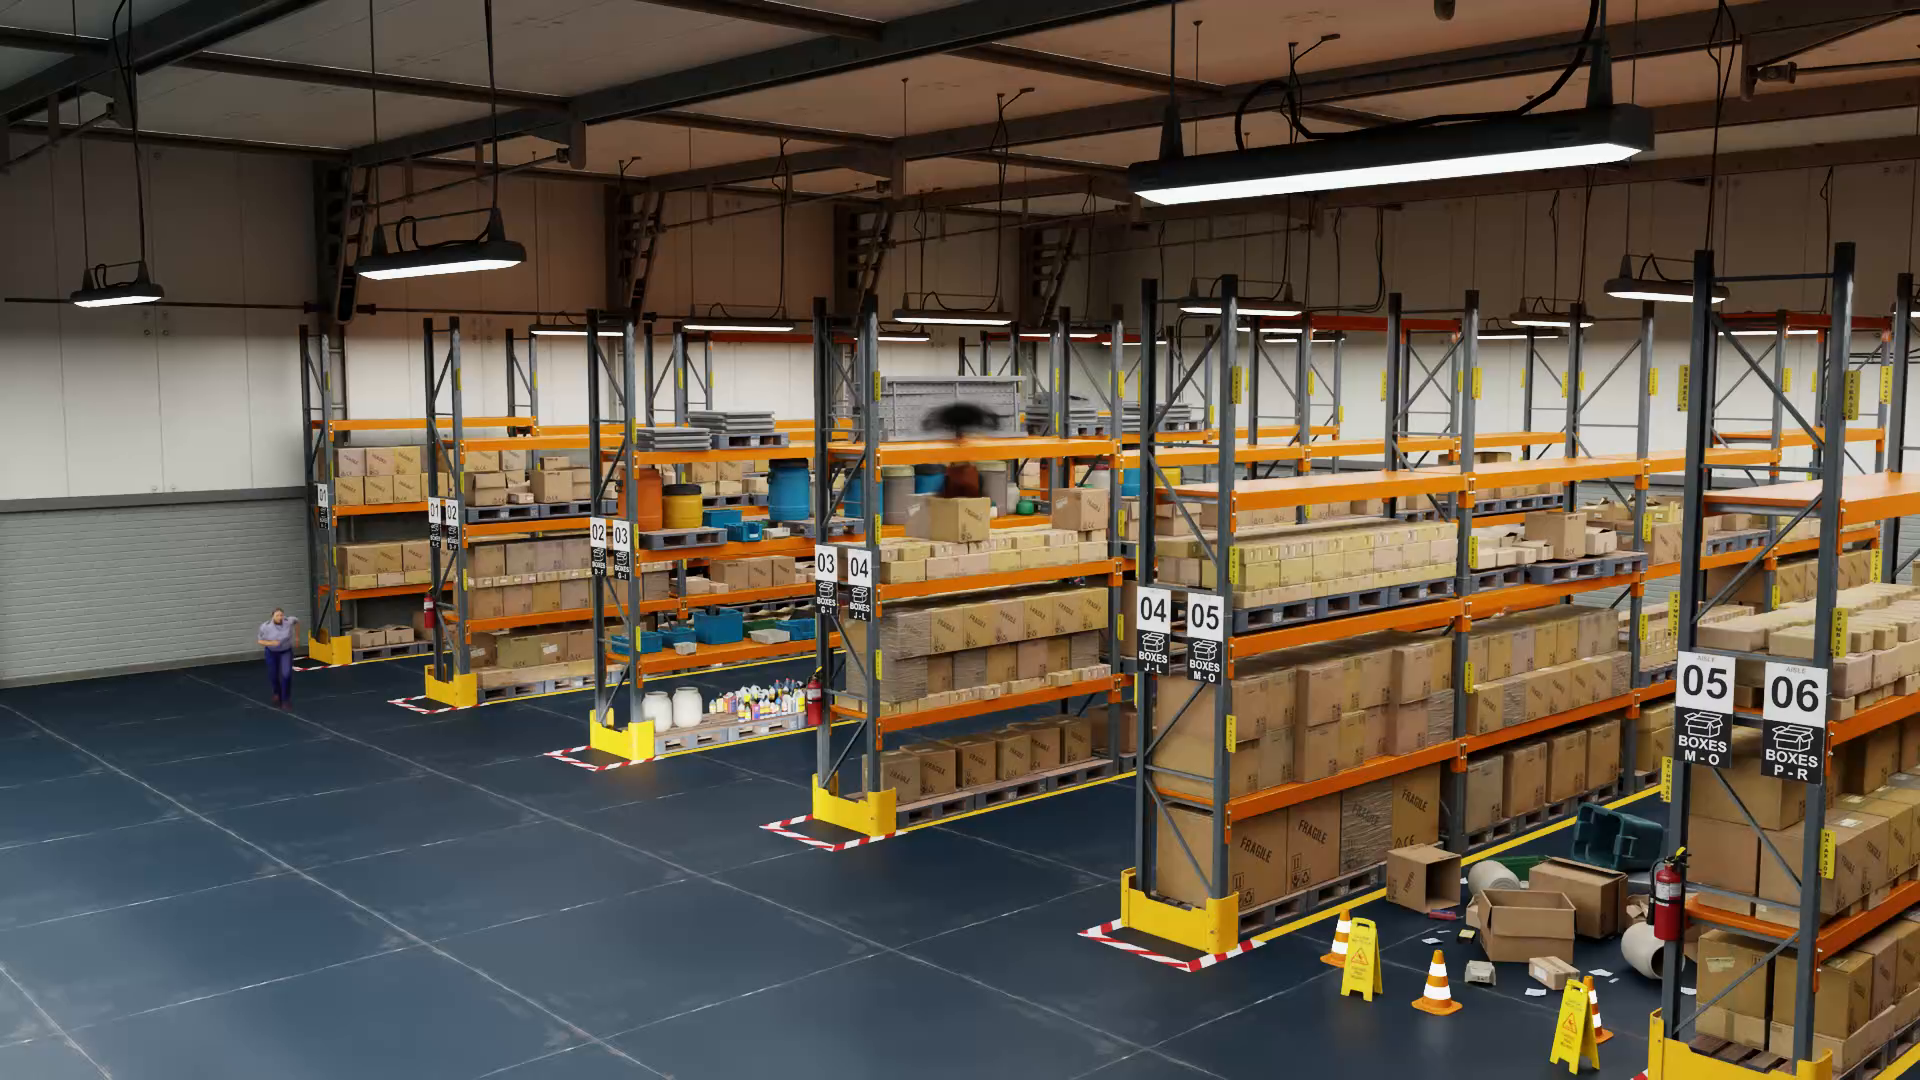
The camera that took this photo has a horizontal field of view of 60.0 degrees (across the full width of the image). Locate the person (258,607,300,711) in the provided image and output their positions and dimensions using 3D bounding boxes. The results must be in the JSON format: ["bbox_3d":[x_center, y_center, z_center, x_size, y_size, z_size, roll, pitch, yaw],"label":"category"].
[{"bbox_3d":[-10.469,1.826,25.591,0.624,1.660,0.930,-3,6,-25],"label":"person"}]

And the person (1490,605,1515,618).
[{"bbox_3d":[8.429,1.720,25.642,0.675,1.727,0.582,4,7,33],"label":"person"}]
